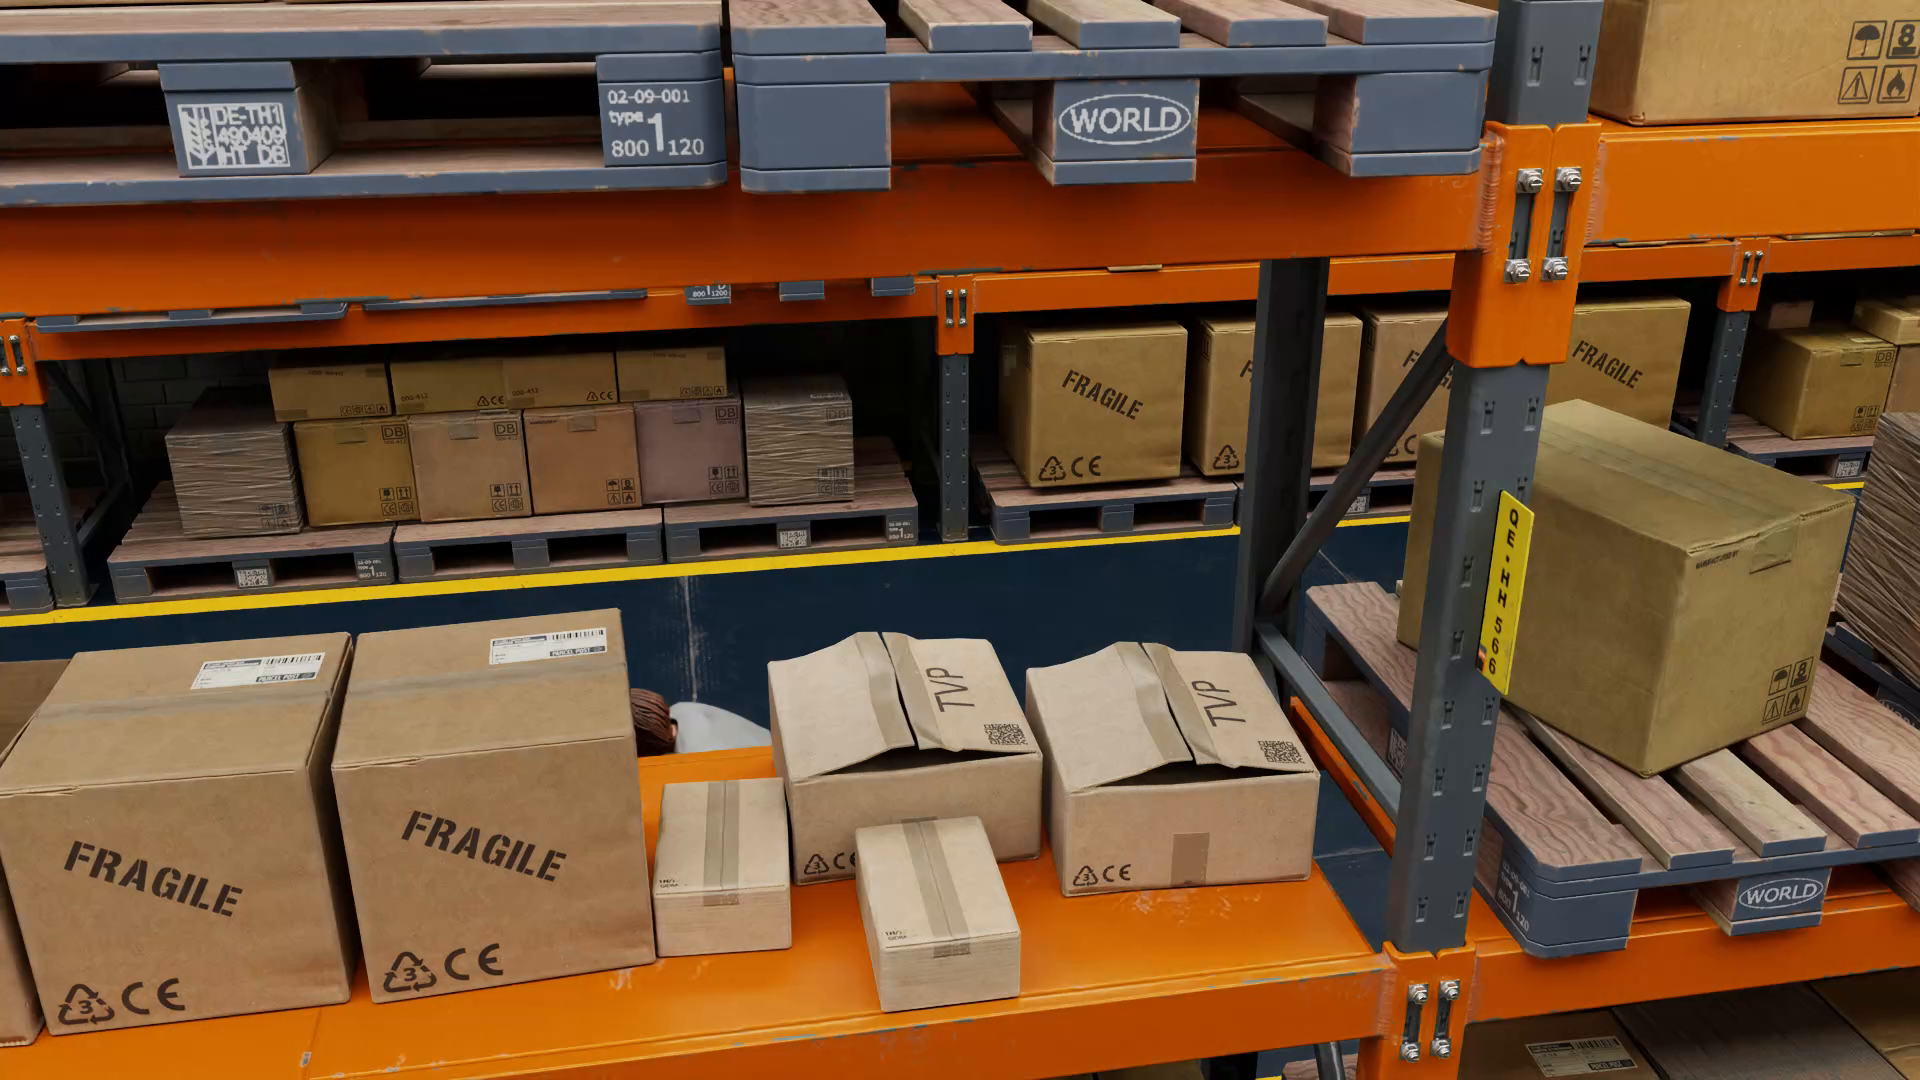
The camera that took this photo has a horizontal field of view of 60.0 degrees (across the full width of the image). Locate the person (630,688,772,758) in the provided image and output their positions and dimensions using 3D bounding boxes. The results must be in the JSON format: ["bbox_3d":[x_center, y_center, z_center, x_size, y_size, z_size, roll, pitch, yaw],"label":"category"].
[{"bbox_3d":[-0.758,0.834,5.096,0.818,0.897,0.426,-5,24,-11],"label":"person"}]
